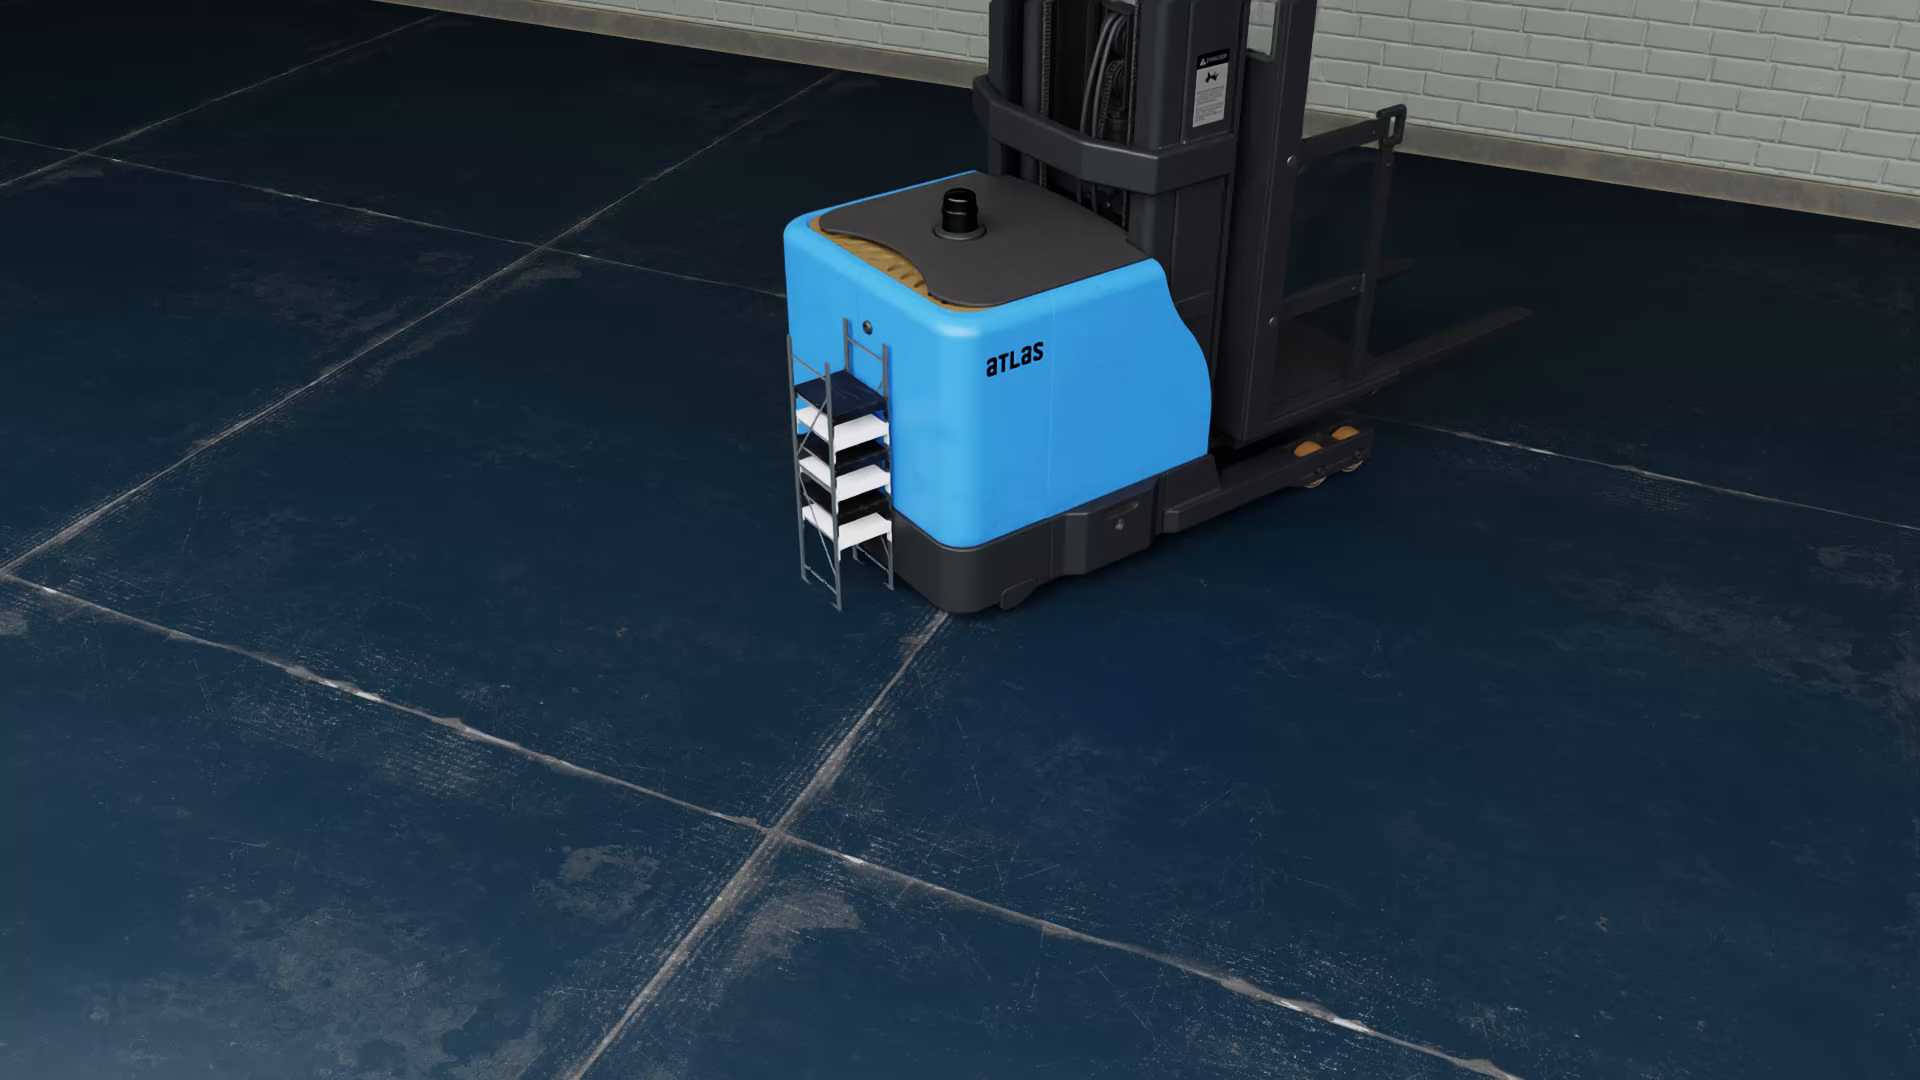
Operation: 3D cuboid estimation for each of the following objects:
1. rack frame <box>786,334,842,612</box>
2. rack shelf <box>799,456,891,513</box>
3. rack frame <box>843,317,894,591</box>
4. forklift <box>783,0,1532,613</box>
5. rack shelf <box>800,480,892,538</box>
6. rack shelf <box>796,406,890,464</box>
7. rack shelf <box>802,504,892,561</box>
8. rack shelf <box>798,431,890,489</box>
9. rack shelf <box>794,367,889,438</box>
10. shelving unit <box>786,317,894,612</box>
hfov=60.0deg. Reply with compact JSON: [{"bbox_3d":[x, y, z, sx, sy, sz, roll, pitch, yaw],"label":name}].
[{"bbox_3d":[-0.456,-0.197,5.229,0.006,0.900,0.240,-22,39,-29],"label":"rack frame"},{"bbox_3d":[-0.374,-0.202,5.298,0.200,0.077,0.258,-22,39,-29],"label":"rack shelf"},{"bbox_3d":[-0.292,-0.262,5.329,0.006,0.900,0.240,-22,39,-29],"label":"rack frame"},{"bbox_3d":[0.904,-1.629,5.561,3.031,2.935,1.130,-22,39,-29],"label":"forklift"},{"bbox_3d":[-0.374,-0.126,5.347,0.200,0.077,0.258,-22,39,-29],"label":"rack shelf"},{"bbox_3d":[-0.374,-0.352,5.199,0.200,0.077,0.258,-22,39,-29],"label":"rack shelf"},{"bbox_3d":[-0.374,-0.051,5.396,0.200,0.077,0.258,-22,39,-29],"label":"rack shelf"},{"bbox_3d":[-0.374,-0.277,5.248,0.200,0.077,0.258,-22,39,-29],"label":"rack shelf"},{"bbox_3d":[-0.374,-0.427,5.150,0.200,0.077,0.258,-22,39,-29],"label":"rack shelf"},{"bbox_3d":[-0.374,-0.229,5.279,0.210,0.900,0.258,-22,39,-29],"label":"shelving unit"}]
